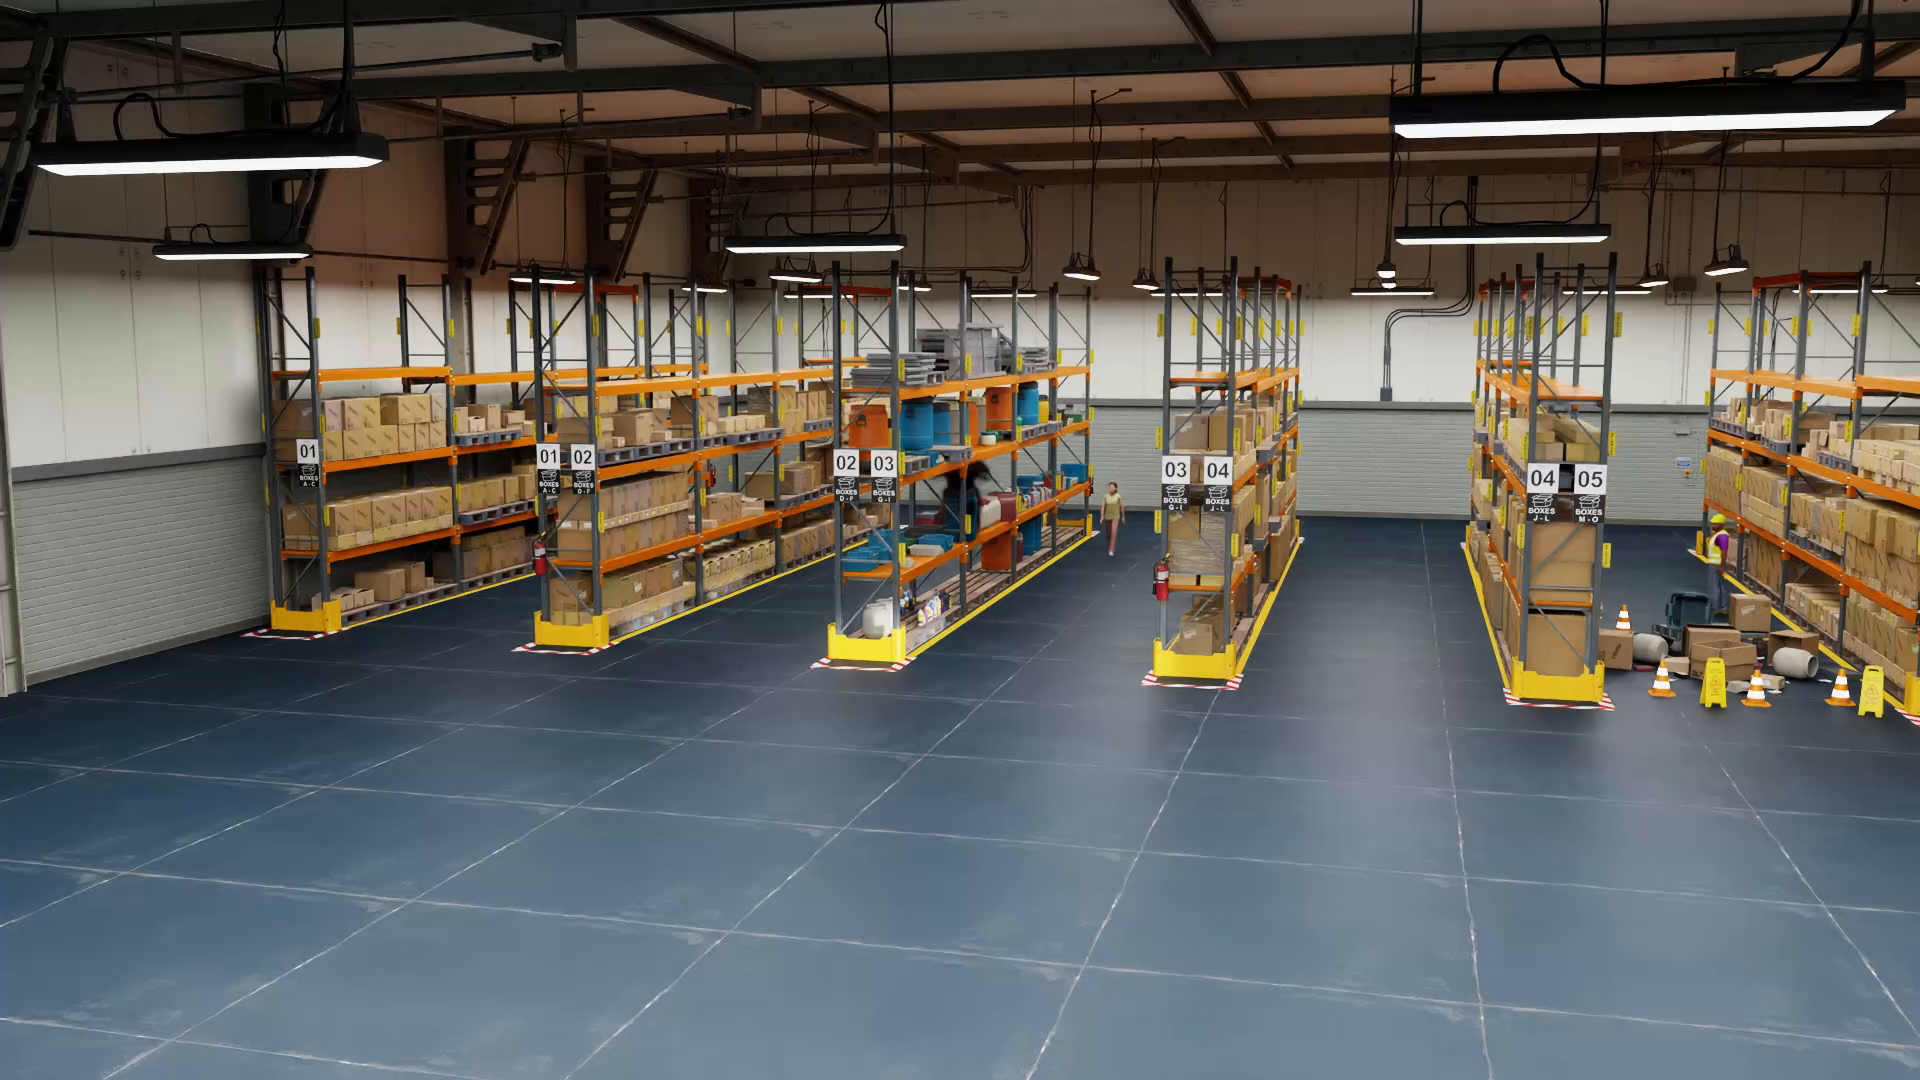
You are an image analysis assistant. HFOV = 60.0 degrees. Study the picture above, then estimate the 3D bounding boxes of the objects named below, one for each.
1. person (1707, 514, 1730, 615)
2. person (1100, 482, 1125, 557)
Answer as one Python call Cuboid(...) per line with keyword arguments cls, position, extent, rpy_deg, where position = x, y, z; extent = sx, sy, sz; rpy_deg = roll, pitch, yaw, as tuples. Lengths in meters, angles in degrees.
Cuboid(cls="person", position=(13.310, 0.429, 29.238), extent=(0.423, 1.771, 0.591), rpy_deg=(5, 9, 36))
Cuboid(cls="person", position=(3.371, -0.473, 36.827), extent=(0.507, 1.627, 1.014), rpy_deg=(3, 8, 19))
